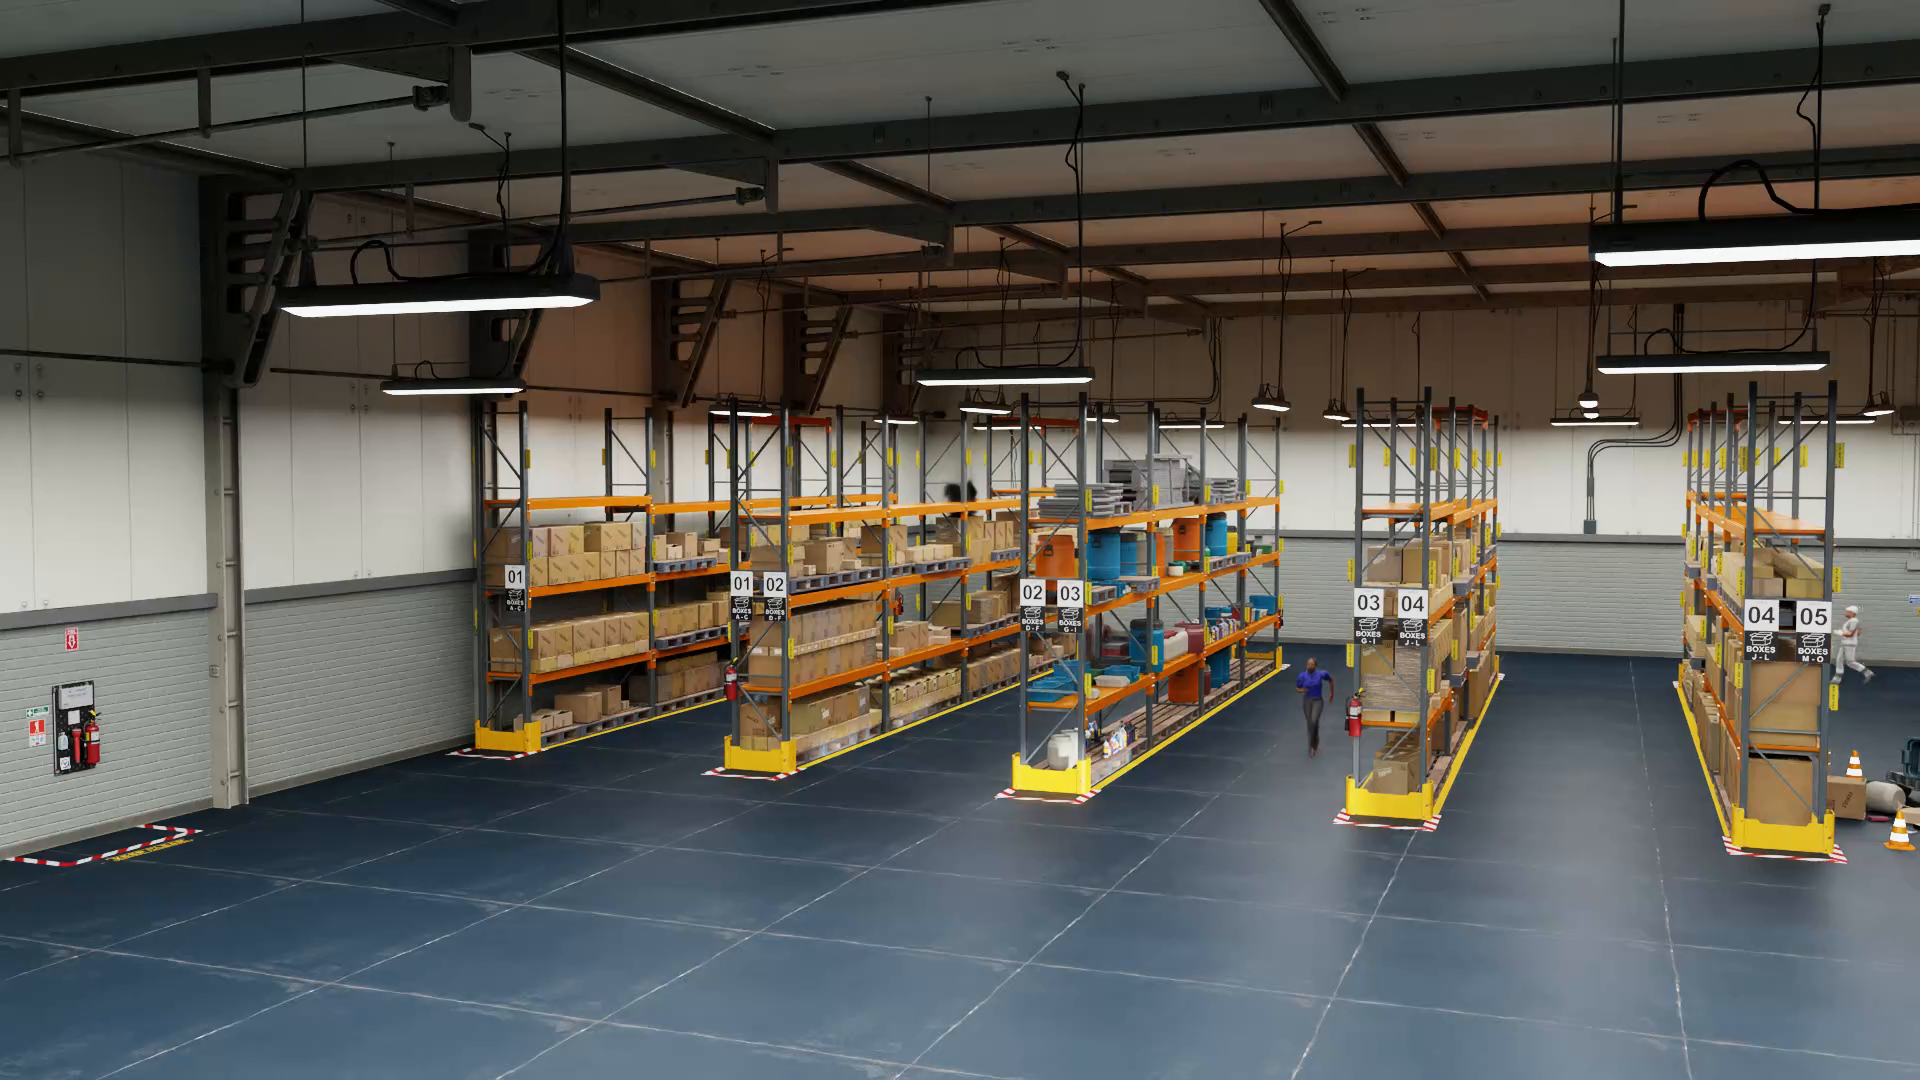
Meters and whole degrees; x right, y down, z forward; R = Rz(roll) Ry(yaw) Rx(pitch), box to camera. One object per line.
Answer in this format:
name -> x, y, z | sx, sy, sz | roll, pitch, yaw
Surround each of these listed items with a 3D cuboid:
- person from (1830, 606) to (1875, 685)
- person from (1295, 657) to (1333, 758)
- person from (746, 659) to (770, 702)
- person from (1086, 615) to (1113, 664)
person -> 19.576, 2.324, 36.555 | 0.970, 1.768, 0.666 | 1, 3, 24
person -> 5.994, 2.872, 28.173 | 0.599, 1.573, 0.834 | 1, 3, 21
person -> -3.665, 2.643, 30.839 | 0.694, 1.736, 0.640 | 1, 3, 13
person -> 2.676, 2.283, 32.888 | 0.704, 1.763, 0.653 | 1, 3, 19
